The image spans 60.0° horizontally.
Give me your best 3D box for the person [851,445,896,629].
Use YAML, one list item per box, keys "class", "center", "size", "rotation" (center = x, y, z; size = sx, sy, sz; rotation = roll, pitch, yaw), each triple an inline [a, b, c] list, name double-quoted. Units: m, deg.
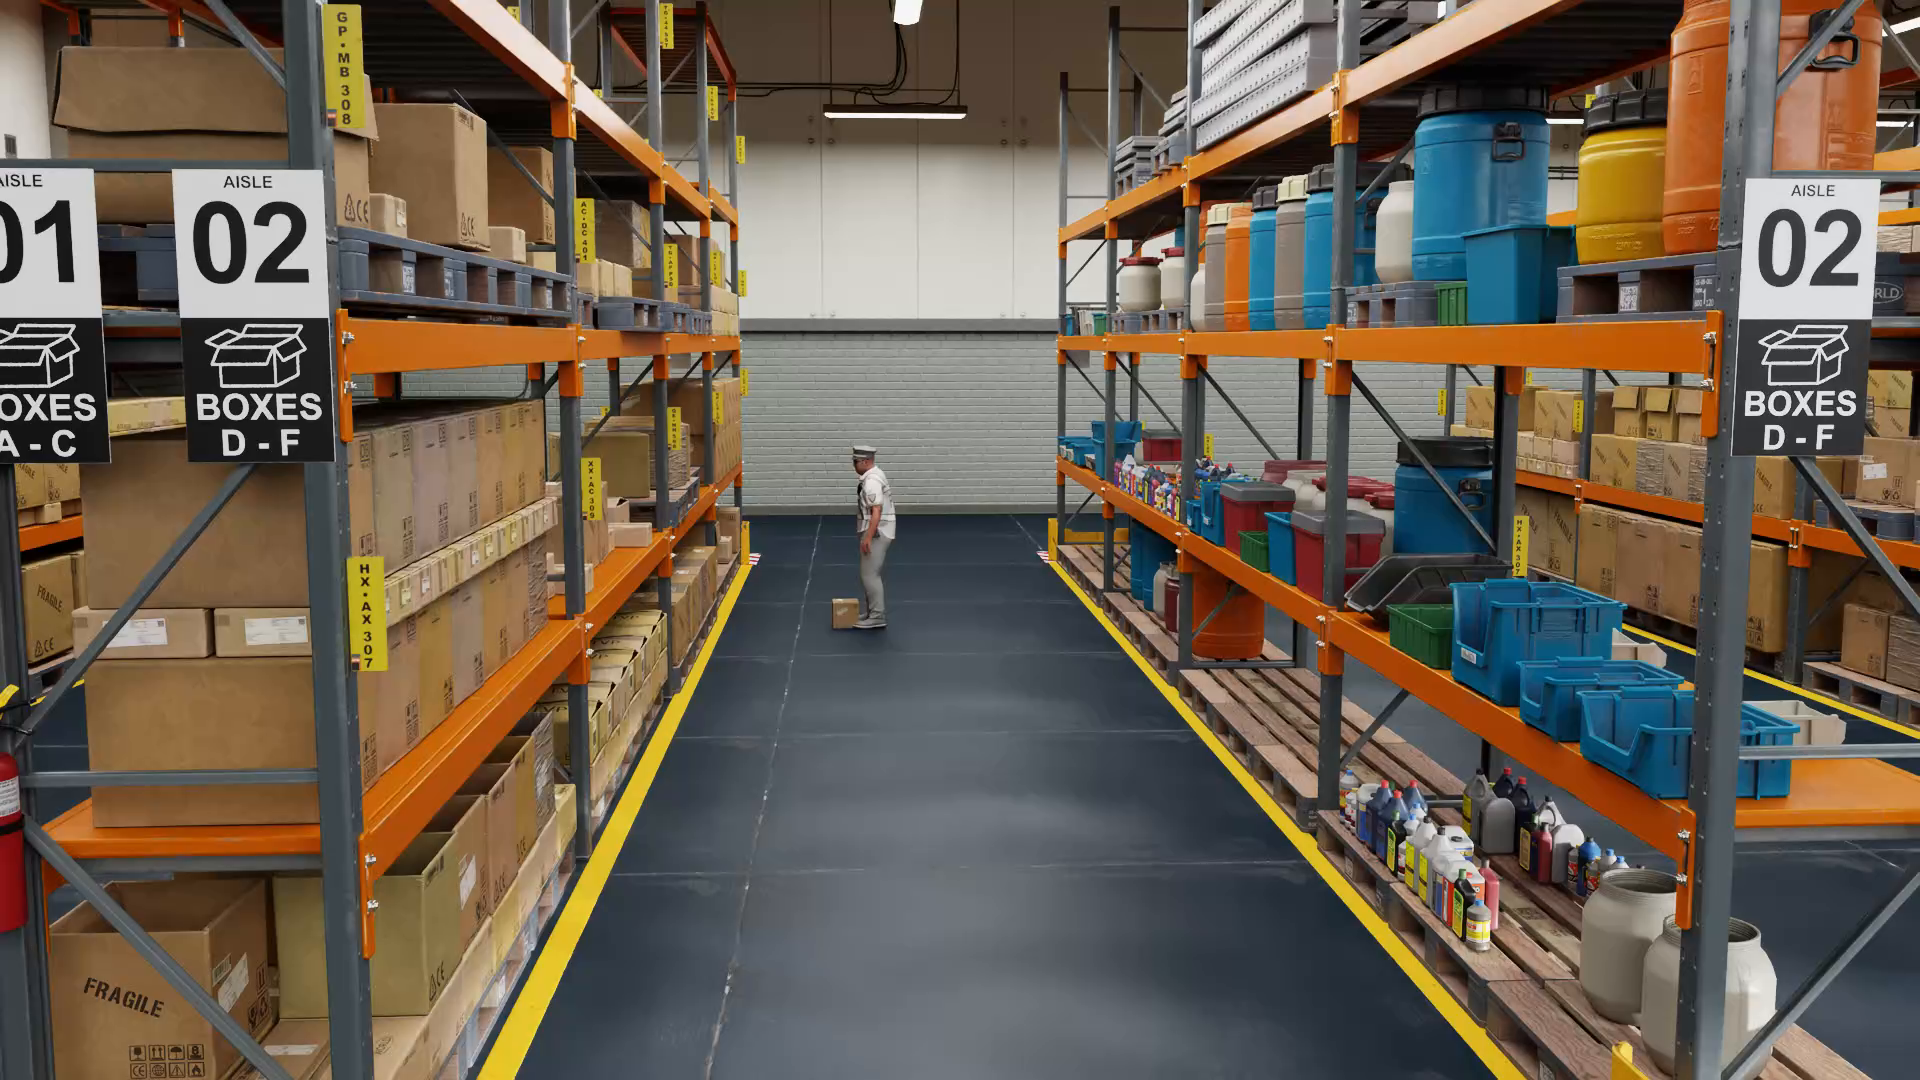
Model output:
- class: "person"
  center: [-0.837, -0.039, 16.034]
  size: [0.436, 1.748, 0.586]
  rotation: [0, 7, -3]
